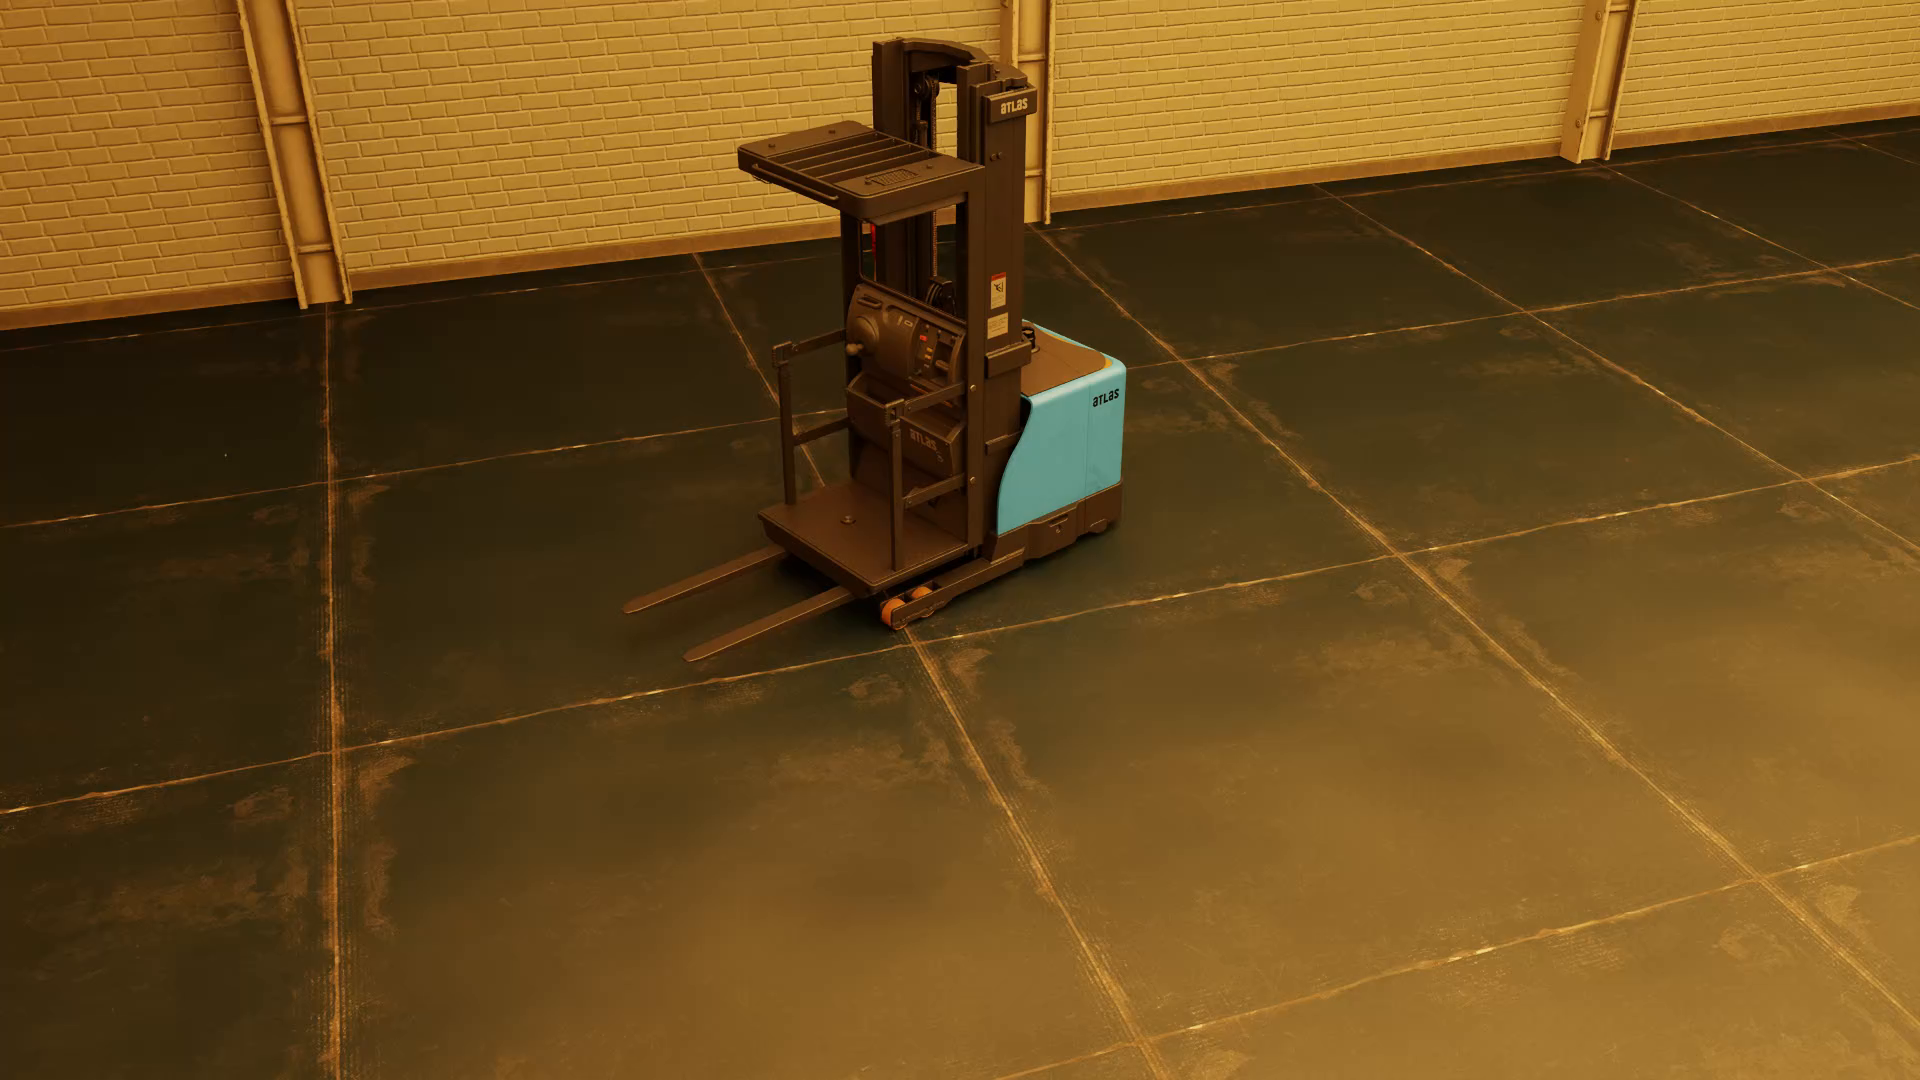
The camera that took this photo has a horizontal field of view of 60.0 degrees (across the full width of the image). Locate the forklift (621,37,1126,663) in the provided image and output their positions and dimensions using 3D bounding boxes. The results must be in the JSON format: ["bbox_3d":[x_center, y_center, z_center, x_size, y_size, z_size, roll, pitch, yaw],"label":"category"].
[{"bbox_3d":[-0.461,-1.072,8.951,3.031,2.935,1.130,-23,37,-34],"label":"forklift"}]

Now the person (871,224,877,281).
[{"bbox_3d":[-0.331,-1.779,11.369,0.550,1.728,0.641,-2,30,-3],"label":"person"}]
